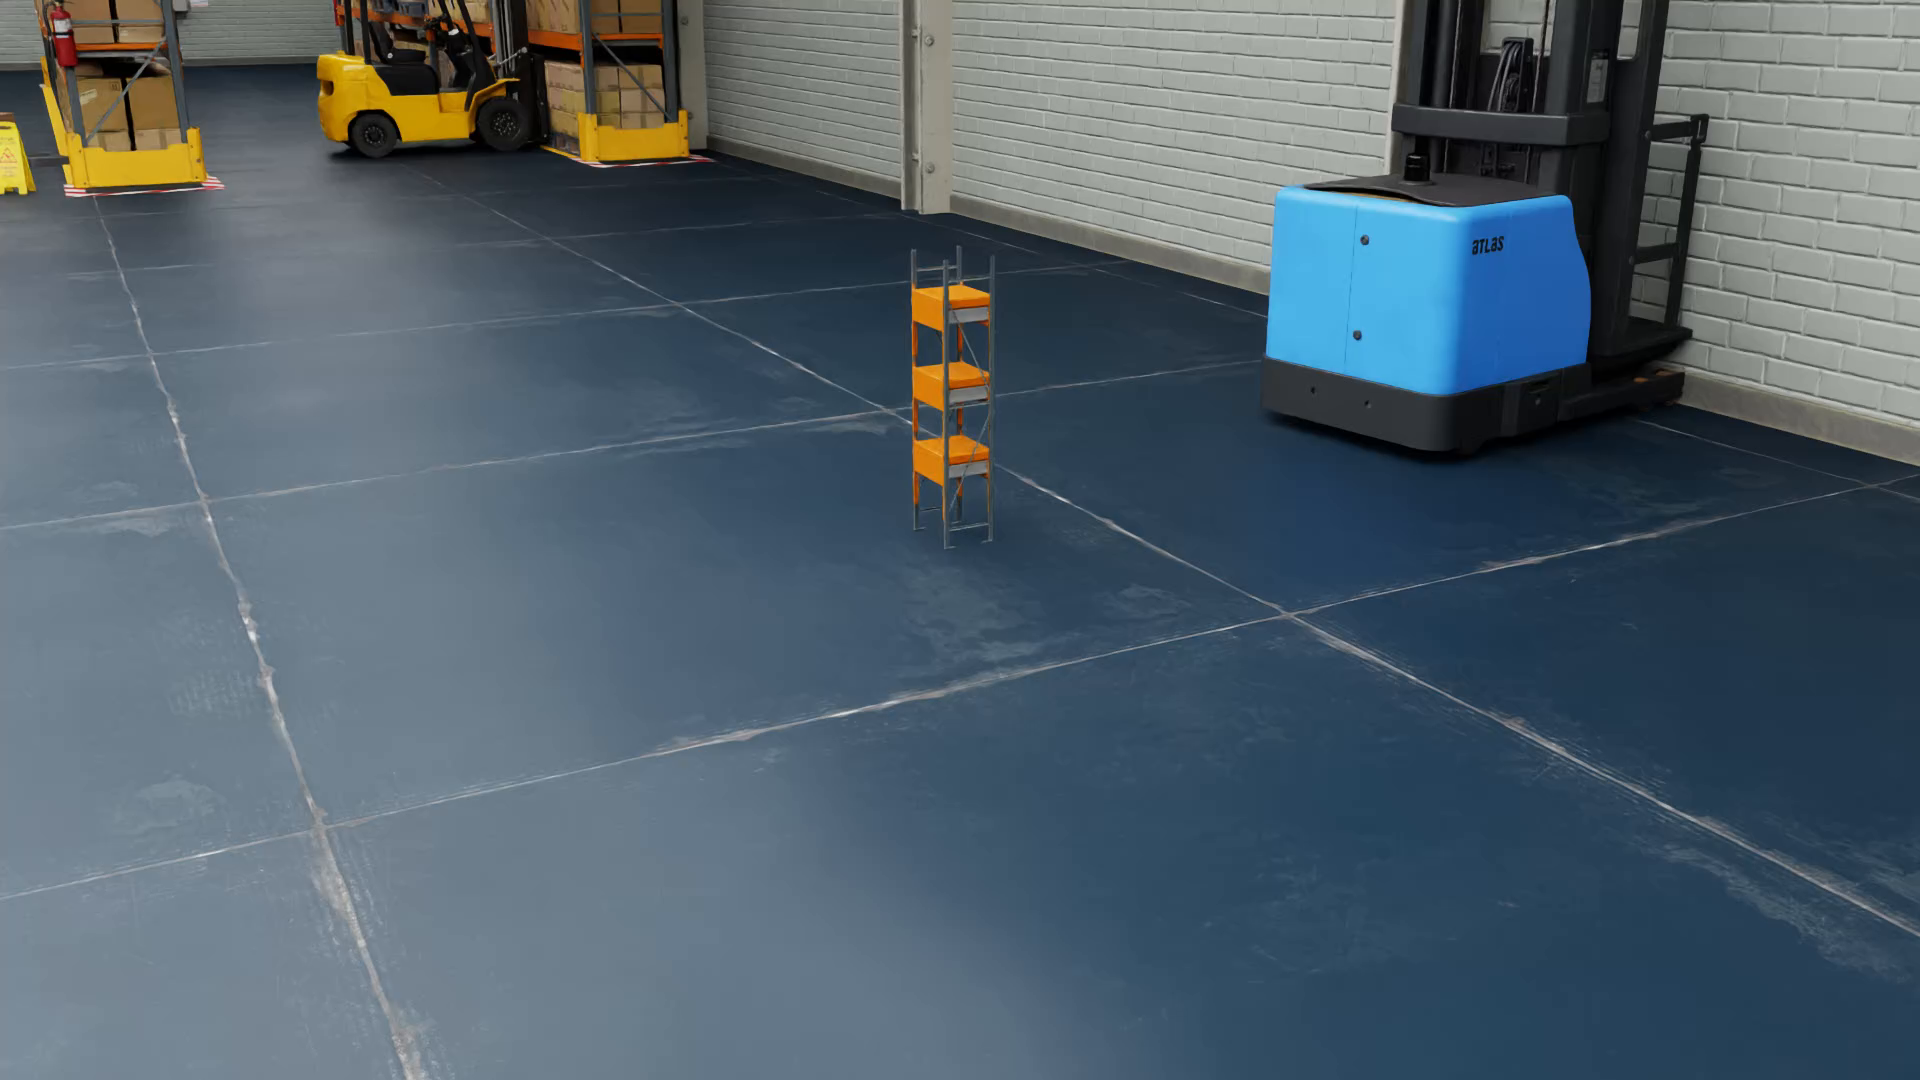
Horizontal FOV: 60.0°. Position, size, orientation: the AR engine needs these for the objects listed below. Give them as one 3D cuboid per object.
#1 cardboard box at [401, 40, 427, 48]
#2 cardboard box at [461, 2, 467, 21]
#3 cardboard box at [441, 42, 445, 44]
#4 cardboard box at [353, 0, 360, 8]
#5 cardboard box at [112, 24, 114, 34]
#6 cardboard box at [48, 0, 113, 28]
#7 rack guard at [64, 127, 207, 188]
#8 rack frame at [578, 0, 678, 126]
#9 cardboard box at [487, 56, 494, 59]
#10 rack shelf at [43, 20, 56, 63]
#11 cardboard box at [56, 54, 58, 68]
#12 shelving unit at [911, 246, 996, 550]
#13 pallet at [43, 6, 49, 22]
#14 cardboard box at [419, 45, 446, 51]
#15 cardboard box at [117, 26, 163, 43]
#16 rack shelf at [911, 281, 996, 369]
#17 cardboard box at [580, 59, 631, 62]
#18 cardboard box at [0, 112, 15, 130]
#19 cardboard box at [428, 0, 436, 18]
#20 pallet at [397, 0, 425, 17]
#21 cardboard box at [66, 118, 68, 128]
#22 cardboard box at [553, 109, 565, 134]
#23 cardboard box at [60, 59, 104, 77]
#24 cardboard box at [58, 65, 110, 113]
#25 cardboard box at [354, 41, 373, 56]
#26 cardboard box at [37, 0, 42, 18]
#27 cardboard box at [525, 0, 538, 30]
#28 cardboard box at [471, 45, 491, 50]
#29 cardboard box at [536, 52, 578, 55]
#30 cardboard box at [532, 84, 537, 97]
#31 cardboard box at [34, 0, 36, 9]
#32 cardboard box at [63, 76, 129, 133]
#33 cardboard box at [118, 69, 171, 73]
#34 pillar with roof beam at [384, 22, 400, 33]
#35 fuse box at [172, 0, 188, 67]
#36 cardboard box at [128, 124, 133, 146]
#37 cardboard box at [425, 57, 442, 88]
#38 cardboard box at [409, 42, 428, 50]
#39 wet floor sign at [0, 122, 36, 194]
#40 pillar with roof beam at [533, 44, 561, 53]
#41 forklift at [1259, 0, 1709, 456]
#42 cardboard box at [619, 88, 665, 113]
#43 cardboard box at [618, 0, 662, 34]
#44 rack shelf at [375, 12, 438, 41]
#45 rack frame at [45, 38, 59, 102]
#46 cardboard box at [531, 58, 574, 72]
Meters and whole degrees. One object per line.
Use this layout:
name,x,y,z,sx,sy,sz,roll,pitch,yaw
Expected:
cardboard box,-8.885,-8.063,27.093,0.380,0.149,0.250,-10,22,-28
cardboard box,-6.418,-7.127,22.417,0.500,0.250,0.500,-10,21,-26
cardboard box,-8.030,-7.836,26.435,0.380,0.149,0.250,-10,21,-26
cardboard box,-10.569,-9.542,29.572,0.380,0.149,0.250,-9,21,-25
cardboard box,-9.156,-5.638,18.258,0.380,0.149,0.250,-10,22,-27
cardboard box,-8.463,-5.186,15.952,0.500,0.500,0.500,-10,22,-28
rack guard,-7.999,-3.725,16.160,1.175,0.500,0.348,-10,21,-27
rack frame,-3.596,-5.655,17.920,1.000,3.000,0.127,-10,21,-27
cardboard box,-6.115,-6.251,22.645,0.875,0.625,0.625,-10,22,-27
rack shelf,-10.812,-6.267,20.798,1.077,0.370,4.000,-10,21,-27
cardboard box,-9.568,-5.189,17.999,0.380,0.149,0.250,-9,21,-25
shelving unit,-0.025,-0.512,6.005,0.215,1.050,0.252,-10,21,-27
pallet,-11.330,-6.903,21.831,1.213,0.211,1.003,-10,21,-27
cardboard box,-8.010,-7.451,25.320,0.380,0.149,0.250,-11,22,-29
cardboard box,-7.942,-4.896,16.106,0.380,0.149,0.250,-10,21,-26
rack shelf,-0.025,-0.770,5.916,0.215,0.259,0.240,-10,21,-27
cardboard box,-4.127,-5.482,19.457,0.500,0.250,0.500,-10,21,-27
cardboard box,-10.551,-4.334,17.922,0.500,0.500,0.500,4,19,11
cardboard box,-7.400,-7.715,24.121,0.500,0.250,0.500,-10,21,-26
pallet,-7.779,-8.044,25.140,1.213,0.211,1.003,-10,21,-27
cardboard box,-9.557,-4.569,18.346,0.500,0.250,0.500,-9,21,-24
cardboard box,-4.325,-4.784,18.967,0.500,0.250,0.500,-10,21,-27
cardboard box,-8.806,-4.729,16.666,0.380,0.149,0.250,-9,21,-25
cardboard box,-9.555,-4.923,18.222,0.500,0.500,0.500,-9,21,-24
cardboard box,-10.616,-8.823,30.290,0.700,0.500,0.500,-9,21,-24
cardboard box,-12.979,-7.649,23.929,0.500,0.250,0.500,-10,22,-28
cardboard box,-4.792,-6.243,19.471,0.500,0.500,0.500,-10,21,-26
cardboard box,-7.369,-7.473,25.383,0.380,0.149,0.250,-9,21,-24
cardboard box,-5.092,-6.063,21.142,0.500,0.250,0.500,-10,21,-26
cardboard box,-4.829,-5.316,19.743,0.500,0.250,0.500,-10,21,-27
cardboard box,-15.586,-9.343,28.455,0.500,0.500,0.500,-10,21,-27
cardboard box,-8.573,-4.328,16.496,0.500,0.500,0.500,-10,21,-26
cardboard box,-8.598,-4.714,17.616,0.500,0.500,0.500,-10,21,-26
pillar with roof beam,-15.470,-13.331,30.968,9.100,9.000,0.400,-10,21,-27
fuse box,-16.341,-10.767,34.712,0.539,1.711,0.414,-10,21,-27
cardboard box,-8.609,-4.360,17.741,0.500,0.250,0.500,-8,21,-23
cardboard box,-7.785,-7.056,25.170,0.500,0.500,0.500,-9,21,-25
cardboard box,-8.458,-7.762,26.222,0.380,0.149,0.250,-11,22,-29
wet floor sign,-8.815,-3.552,15.435,0.267,0.644,0.232,-3,19,-8
pillar with roof beam,-9.772,-9.886,20.985,9.100,9.000,0.400,-10,21,-27
forklift,2.863,-2.114,7.763,3.031,2.935,1.130,-14,24,-36
cardboard box,-3.637,-4.957,18.703,0.500,0.250,0.500,-10,21,-26
cardboard box,-3.587,-5.887,18.441,0.500,0.500,0.500,-9,21,-25
rack shelf,-8.345,-8.185,26.357,1.077,0.370,4.000,-10,21,-27
rack frame,-13.661,-8.330,25.672,1.000,3.000,0.127,-10,21,-27
cardboard box,-4.820,-5.546,19.643,0.500,0.250,0.500,-10,22,-28
